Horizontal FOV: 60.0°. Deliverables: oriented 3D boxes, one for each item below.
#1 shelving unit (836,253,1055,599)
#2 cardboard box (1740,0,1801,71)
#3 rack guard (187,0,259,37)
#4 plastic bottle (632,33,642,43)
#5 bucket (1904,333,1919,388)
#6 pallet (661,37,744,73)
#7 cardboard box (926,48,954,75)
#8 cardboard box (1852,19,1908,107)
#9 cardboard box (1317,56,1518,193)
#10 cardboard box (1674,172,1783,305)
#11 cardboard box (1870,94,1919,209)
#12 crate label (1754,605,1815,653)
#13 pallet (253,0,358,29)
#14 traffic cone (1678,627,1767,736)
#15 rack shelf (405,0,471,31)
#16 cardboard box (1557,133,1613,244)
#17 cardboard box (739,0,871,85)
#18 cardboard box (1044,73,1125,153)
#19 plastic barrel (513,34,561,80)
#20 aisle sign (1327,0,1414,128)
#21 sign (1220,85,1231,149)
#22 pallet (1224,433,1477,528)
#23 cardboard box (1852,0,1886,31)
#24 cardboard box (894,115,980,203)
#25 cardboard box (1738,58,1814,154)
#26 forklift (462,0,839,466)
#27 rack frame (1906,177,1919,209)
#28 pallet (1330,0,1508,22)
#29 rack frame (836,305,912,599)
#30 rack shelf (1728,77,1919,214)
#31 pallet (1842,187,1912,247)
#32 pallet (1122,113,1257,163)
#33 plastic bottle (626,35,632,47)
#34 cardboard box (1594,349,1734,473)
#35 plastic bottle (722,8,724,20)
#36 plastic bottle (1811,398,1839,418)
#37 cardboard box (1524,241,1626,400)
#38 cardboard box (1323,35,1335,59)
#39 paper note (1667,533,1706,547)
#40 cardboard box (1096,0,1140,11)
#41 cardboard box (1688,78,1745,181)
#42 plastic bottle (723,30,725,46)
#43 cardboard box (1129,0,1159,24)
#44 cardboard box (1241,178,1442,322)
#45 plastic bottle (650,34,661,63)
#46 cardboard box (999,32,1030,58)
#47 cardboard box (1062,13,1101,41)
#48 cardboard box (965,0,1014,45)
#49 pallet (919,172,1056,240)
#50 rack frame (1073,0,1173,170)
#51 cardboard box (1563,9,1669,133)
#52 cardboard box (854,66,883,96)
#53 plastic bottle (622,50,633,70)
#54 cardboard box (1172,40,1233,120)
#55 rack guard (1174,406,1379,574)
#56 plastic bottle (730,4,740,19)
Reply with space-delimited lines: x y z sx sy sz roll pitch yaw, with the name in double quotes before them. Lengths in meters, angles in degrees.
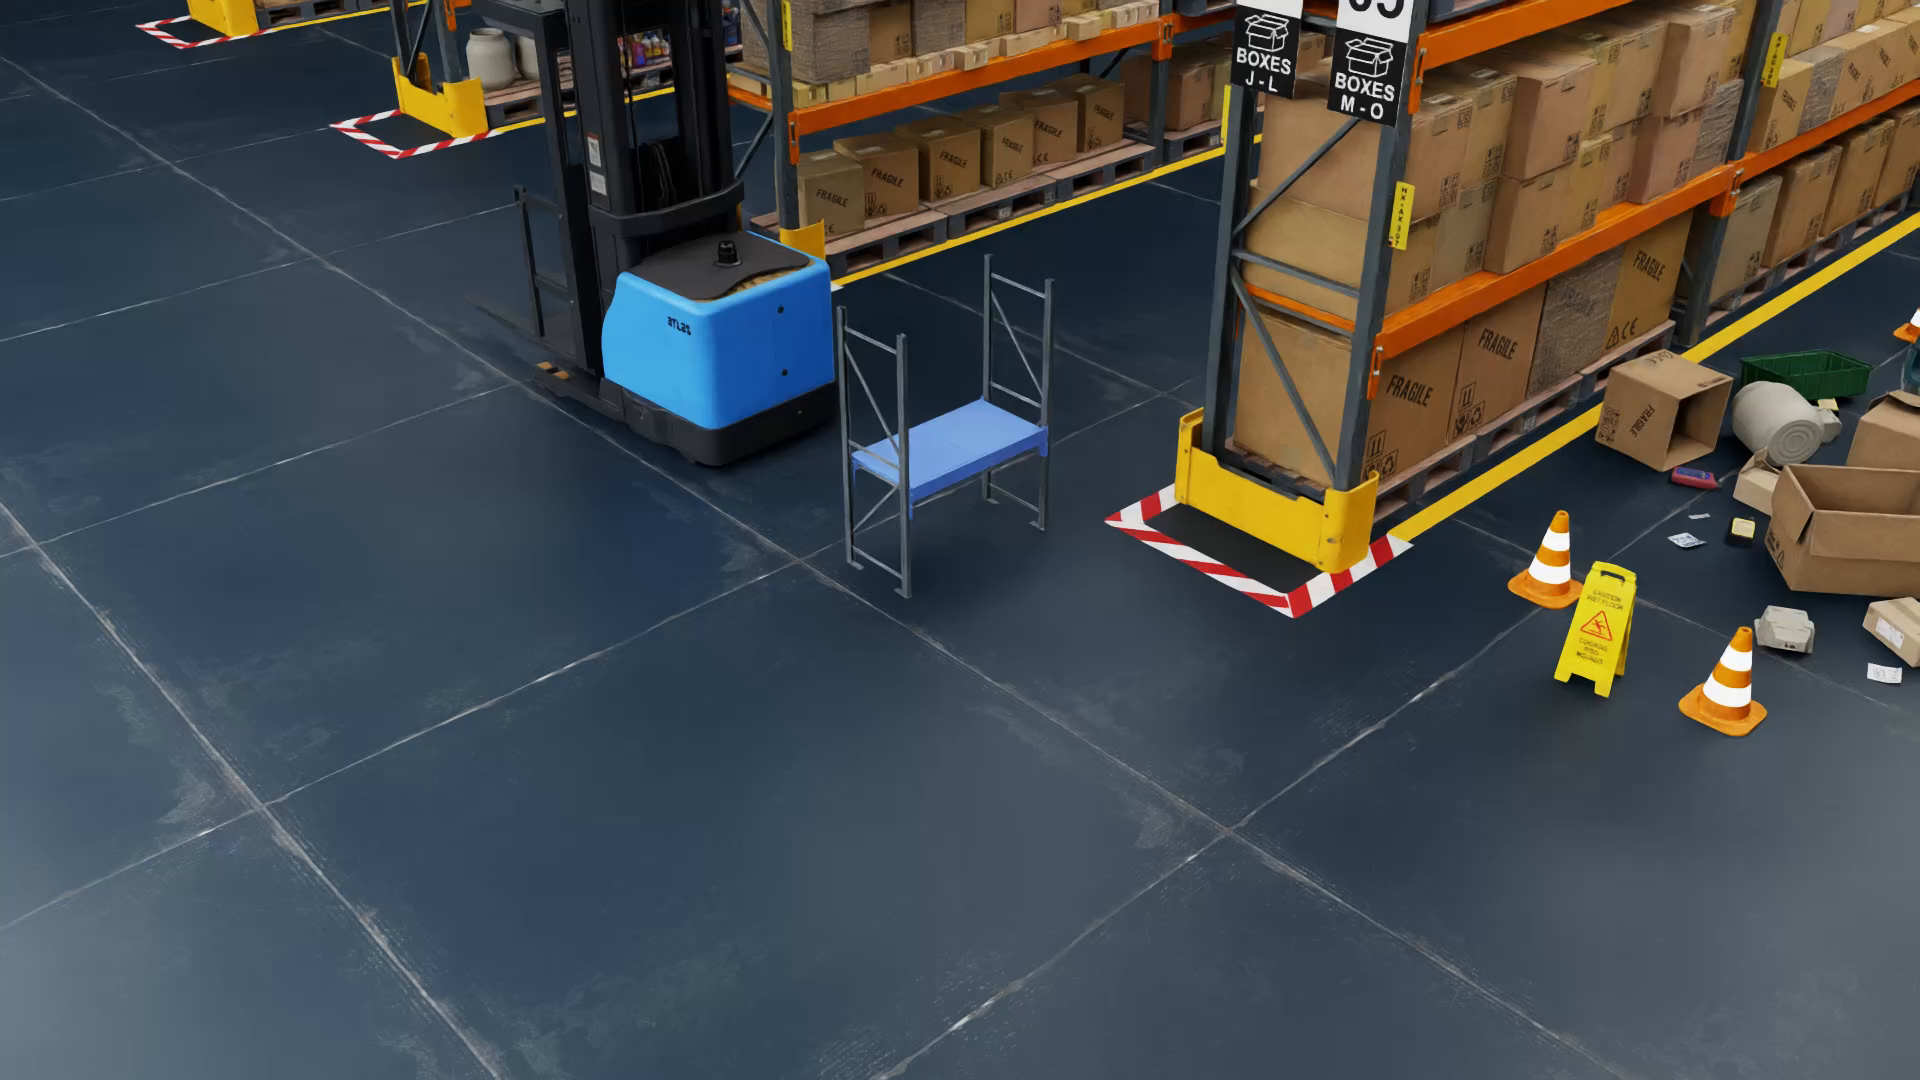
"shelving unit" -0.063 -0.610 8.809 1.048 1.500 0.538 -26 40 -35
"cardboard box" 5.051 -3.442 10.950 0.500 0.500 0.700 -27 40 -36
"rack guard" -8.291 -6.025 18.624 0.348 0.500 1.175 -26 40 -35
"plastic bottle" -3.322 -5.175 17.098 0.097 0.201 0.097 0 31 0
"bucket" 6.158 -1.116 9.881 0.620 0.611 0.726 -3 30 -25
"pallet" -2.496 -5.211 17.569 1.213 0.211 1.003 -26 40 -35
"cardboard box" -0.258 -3.658 12.597 0.250 0.149 0.380 -26 40 -35
"cardboard box" 6.370 -3.457 11.932 0.500 0.500 0.500 -25 39 -35
"cardboard box" 2.396 -2.248 8.872 0.550 0.550 0.875 -26 40 -35
"cardboard box" 5.085 -2.269 11.839 0.750 0.750 1.050 -26 40 -36
"cardboard box" 7.116 -3.251 13.446 0.750 0.750 1.050 -26 40 -36
"crate label" 4.166 0.450 8.382 0.250 0.136 0.298 9 33 15
"pallet" -7.741 -6.198 19.183 1.213 0.211 1.003 -26 40 -35
"traffic cone" 3.631 0.614 7.802 0.334 0.463 0.336 -26 40 -35
"rack shelf" -3.442 -5.606 16.233 4.000 0.370 1.077 -26 40 -35
"cardboard box" 3.244 -2.147 9.742 0.500 0.550 0.875 -26 40 -35
"cardboard box" -1.119 -3.663 11.985 0.500 0.500 0.875 -26 40 -35
"cardboard box" 1.072 -3.714 14.442 0.500 0.500 0.500 -27 41 -37
"plastic barrel" -4.110 -4.762 16.145 0.421 0.512 0.421 0 31 0
"aisle sign" 1.909 -2.345 7.718 0.004 0.787 0.394 -26 40 -35
"sign" 1.399 -2.183 8.608 0.005 0.325 0.100 -26 40 -35
"pallet" 2.291 -0.500 9.865 1.213 0.211 1.003 -26 40 -35
"cardboard box" 6.168 -3.983 11.834 0.500 0.500 0.700 -26 40 -36
"cardboard box" -0.185 -3.077 13.400 0.500 0.500 0.500 -22 38 -31
"cardboard box" 5.259 -2.921 11.056 0.500 0.500 0.500 -25 40 -35
"forklift" -2.168 -2.348 10.281 3.031 2.935 1.130 27 40 36
"rack frame" 7.624 -4.214 13.265 0.127 3.000 1.000 -26 40 -35
"pallet" 2.294 -2.885 8.302 1.213 0.211 1.003 -26 40 -35
"rack frame" -0.435 -0.429 8.514 0.032 1.500 0.500 -26 40 -35
"rack shelf" 6.157 -3.197 12.293 4.000 0.370 1.077 -26 40 -35
"pallet" 6.994 -2.773 13.583 1.213 0.211 1.003 -26 40 -35
"pallet" 1.962 -3.815 15.287 1.213 0.211 1.003 -26 40 -35
"plastic bottle" -3.436 -5.269 17.109 0.185 0.351 0.144 -24 39 -34
"cardboard box" 4.250 -0.786 10.054 0.500 0.500 0.500 -19 36 -28
"plastic bottle" -2.582 -5.635 17.851 0.097 0.201 0.097 0 31 0
"plastic bottle" 5.514 -0.866 10.607 0.133 0.061 0.283 9 33 15
"cardboard box" 3.523 -1.550 10.544 0.875 0.875 0.875 -25 40 -35
"cardboard box" 3.450 -4.821 16.233 0.700 0.500 0.500 25 40 35
"paper note" 4.031 0.000 9.223 0.142 0.017 0.144 -12 34 -19
"cardboard box" 1.020 -4.762 13.781 0.500 0.500 0.875 -26 40 -35
"cardboard box" 4.428 -2.723 10.684 0.550 0.550 0.875 -26 40 -35
"plastic bottle" -2.484 -5.171 17.013 0.133 0.283 0.061 -23 38 -32
"cardboard box" 1.434 -4.432 13.864 0.250 0.149 0.380 -26 40 -35
"cardboard box" 1.999 -1.589 8.829 0.550 0.550 0.875 -26 40 -35
"plastic bottle" -3.042 -4.909 16.596 0.097 0.271 0.097 0 31 0
"cardboard box" 0.325 -3.906 13.003 0.250 0.149 0.380 -26 40 -35
"cardboard box" 0.913 -4.150 13.402 0.250 0.149 0.380 -26 40 -35
"cardboard box" -0.063 -4.220 12.895 0.500 0.500 0.875 -26 40 -35
"pallet" 0.029 -2.852 13.711 1.213 0.211 1.003 -26 40 -35
"rack frame" 1.392 -4.728 14.107 0.127 3.000 1.000 -26 40 -35
"cardboard box" 3.583 -2.823 9.813 0.550 0.550 0.875 -26 40 -35
"cardboard box" -0.780 -3.376 12.137 0.250 0.149 0.380 -26 40 -35
"plastic bottle" -3.291 -4.758 16.417 0.097 0.201 0.097 0 31 0
"cardboard box" 2.220 -4.221 15.252 0.500 0.500 0.700 -26 40 -36
"rack guard" 1.740 -0.301 9.263 0.348 0.500 1.175 -26 40 -35
"plastic bottle" -2.350 -5.397 17.318 0.185 0.351 0.144 -26 40 -35
